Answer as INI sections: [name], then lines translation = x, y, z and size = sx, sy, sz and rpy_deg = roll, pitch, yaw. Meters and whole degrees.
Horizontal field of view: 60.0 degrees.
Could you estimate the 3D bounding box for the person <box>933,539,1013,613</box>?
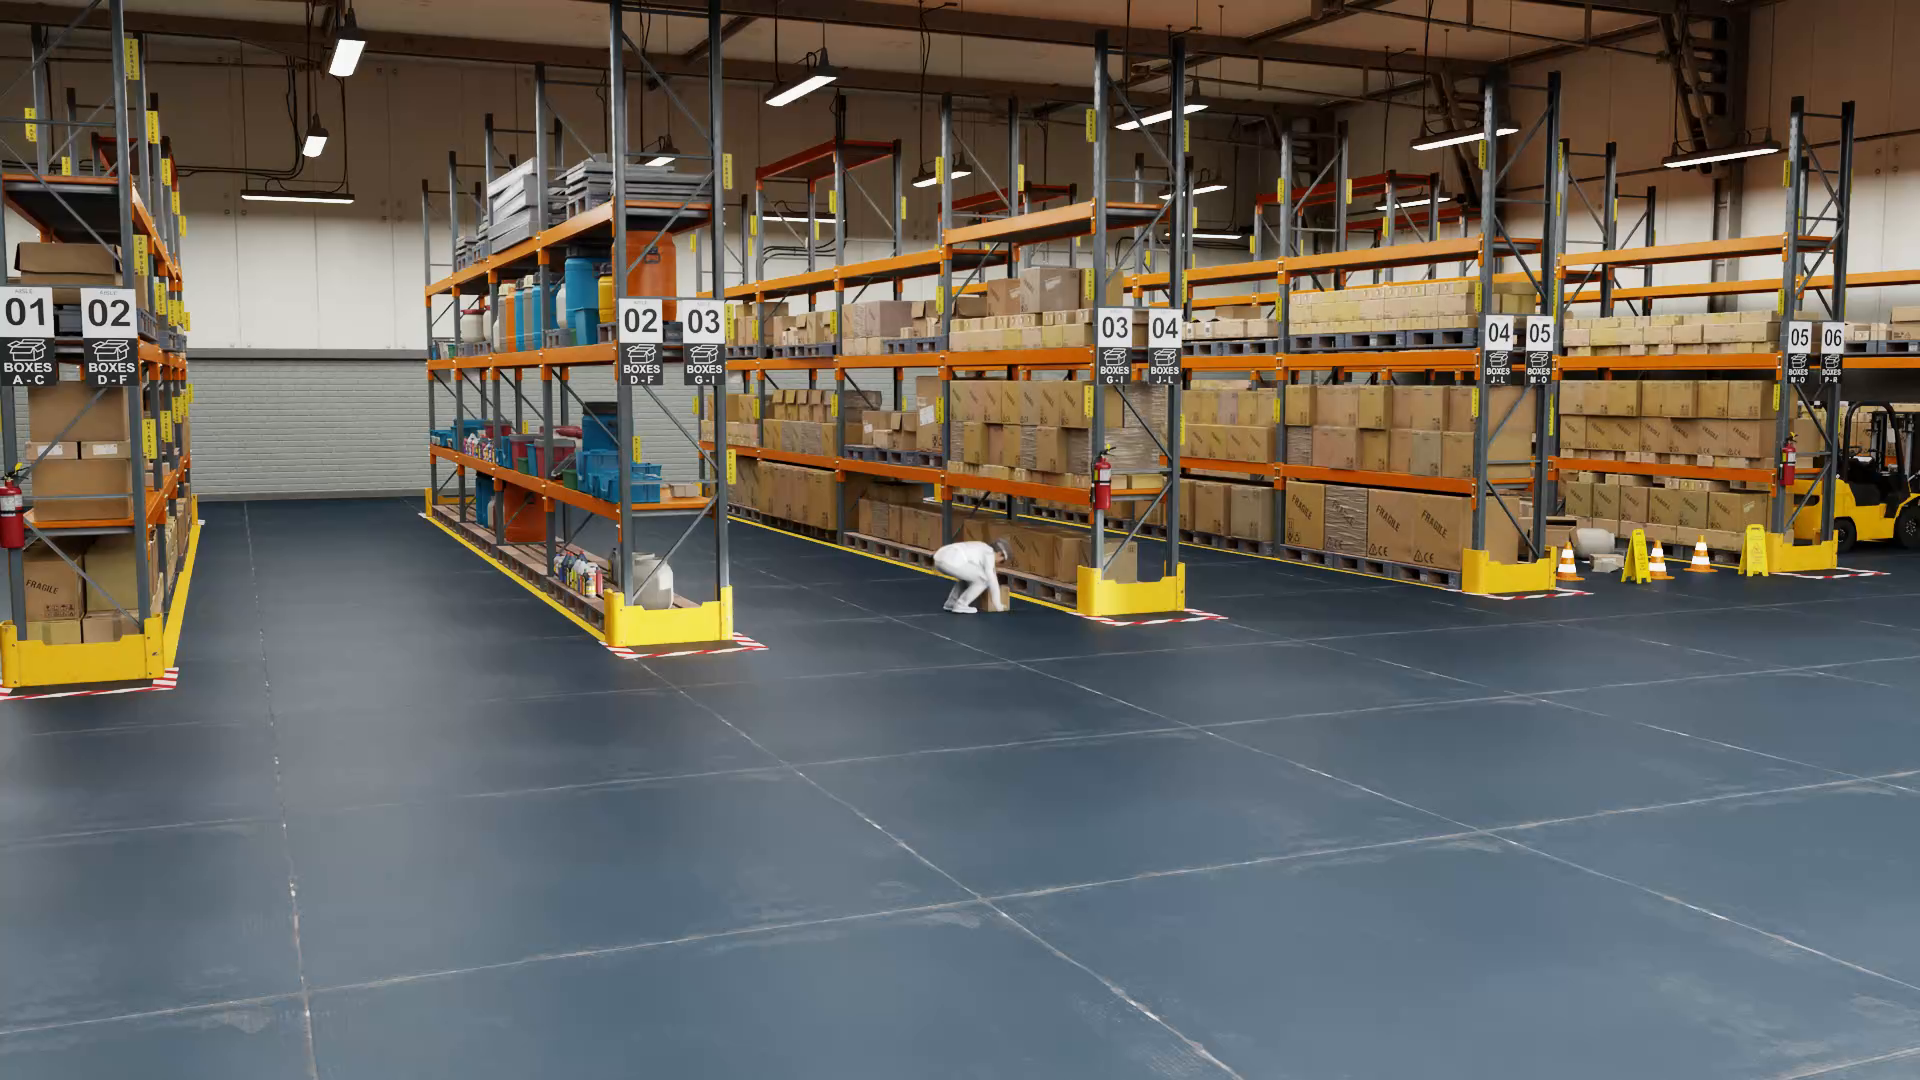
[person]
translation = 0.154, 0.389, 17.770
size = 0.915, 0.774, 0.457
rpy_deg = -3, 6, -25
